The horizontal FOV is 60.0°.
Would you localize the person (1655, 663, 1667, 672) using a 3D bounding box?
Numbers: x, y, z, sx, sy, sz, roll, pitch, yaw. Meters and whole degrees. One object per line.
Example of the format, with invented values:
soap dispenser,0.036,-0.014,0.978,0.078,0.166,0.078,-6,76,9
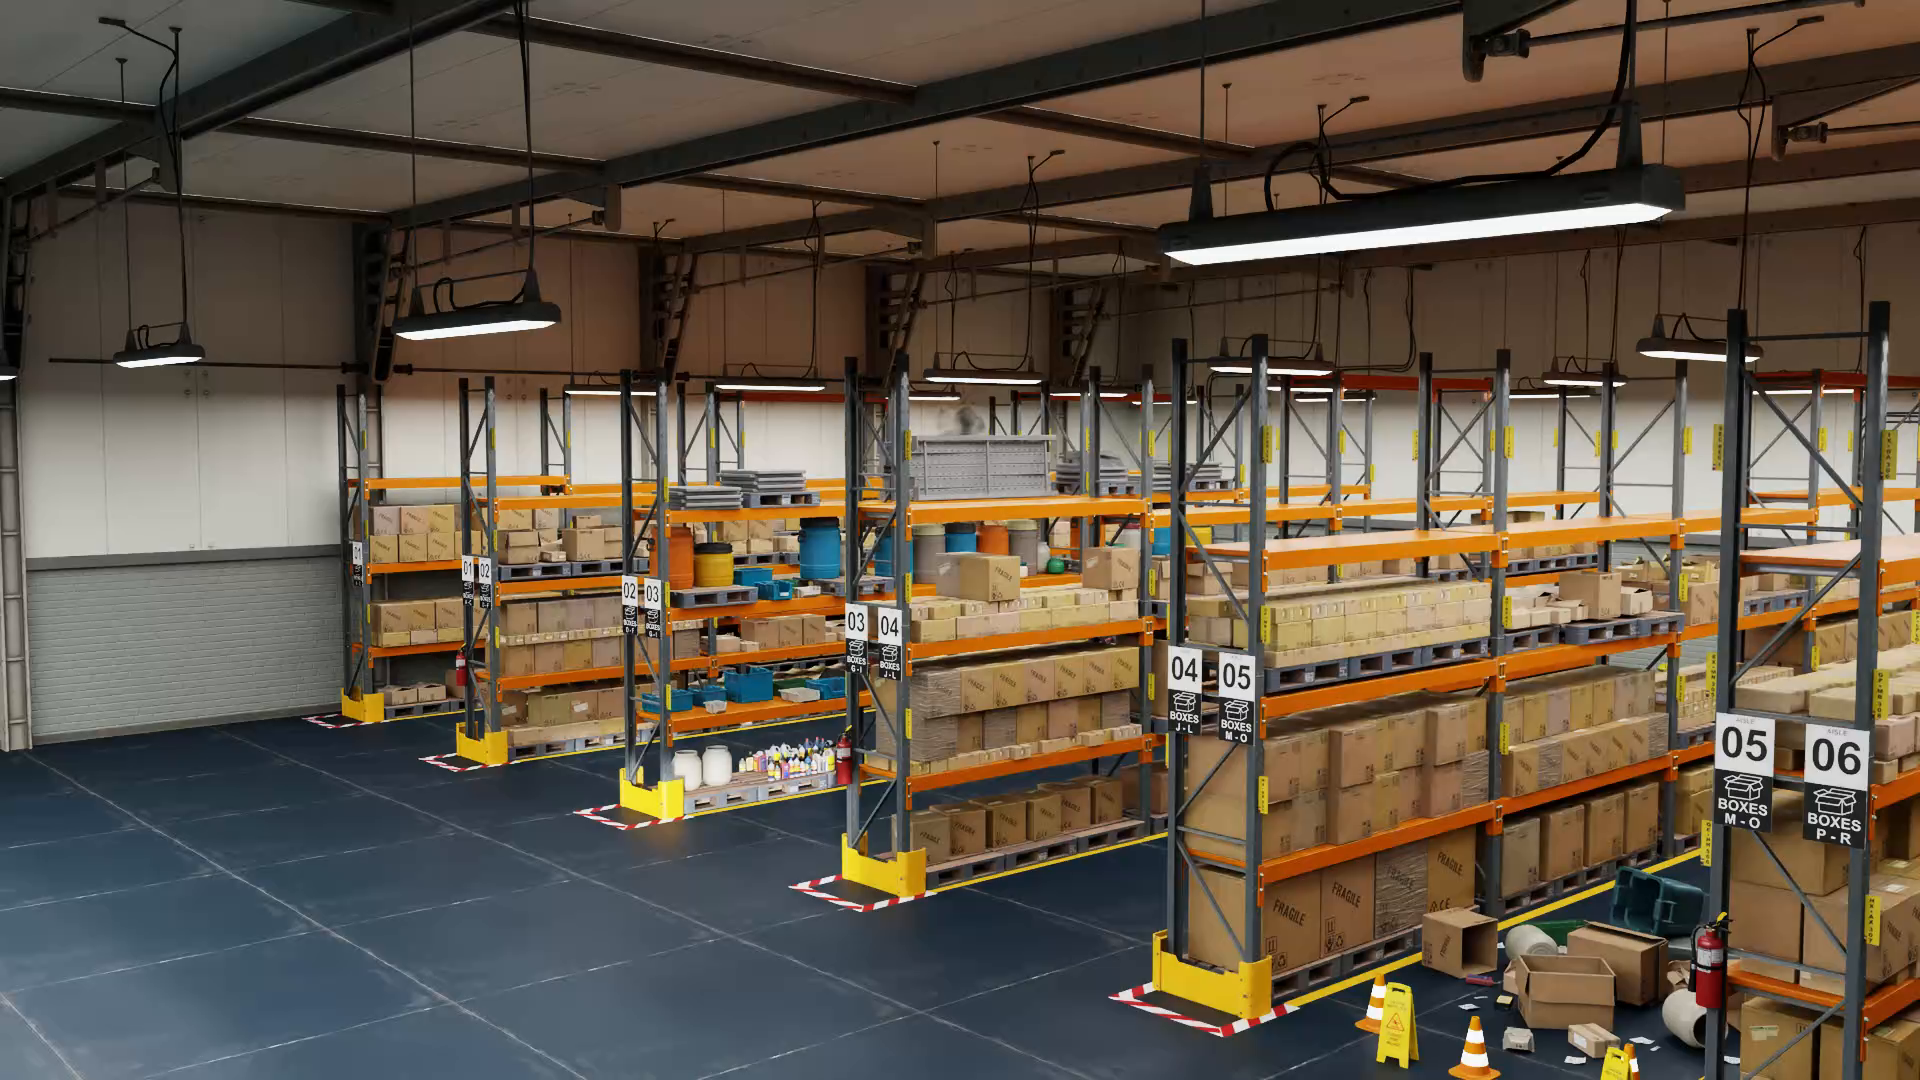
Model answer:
person,10.377,2.677,24.553,0.628,1.732,0.674,-3,5,-40
